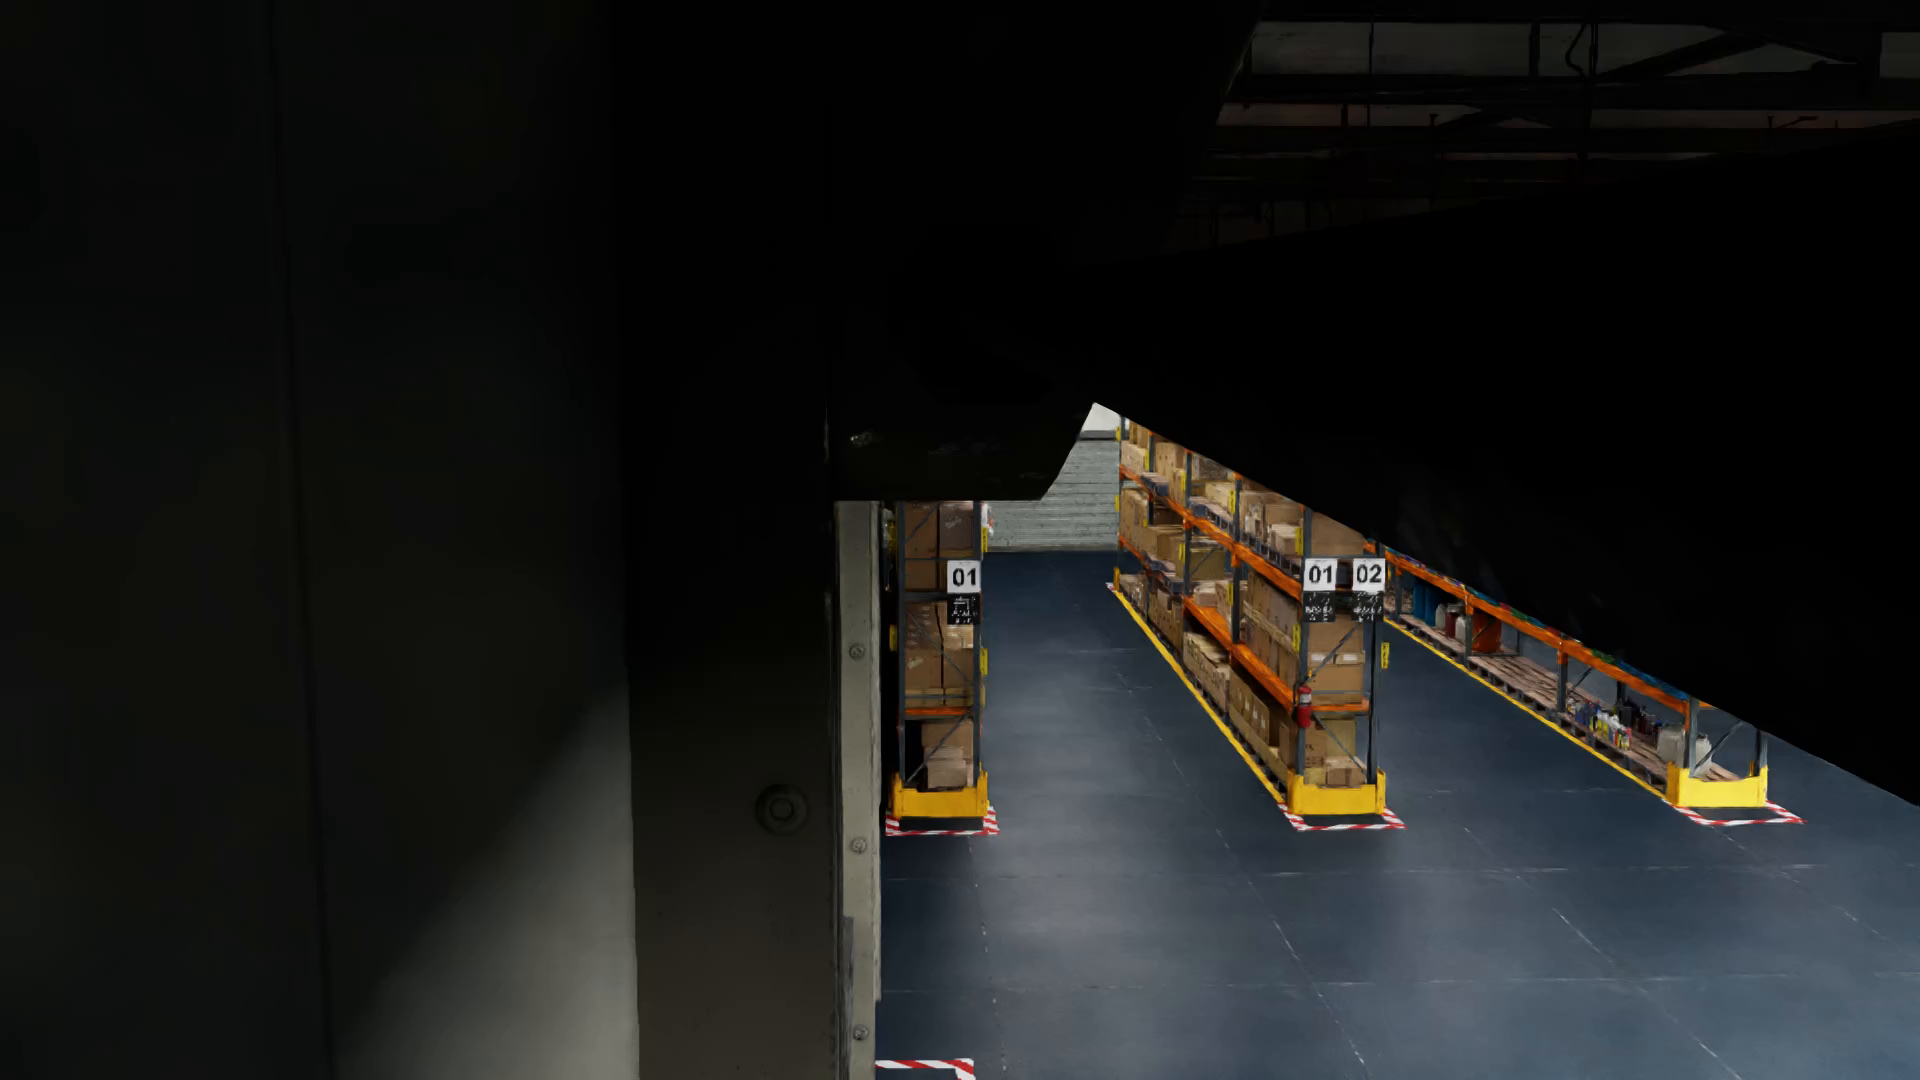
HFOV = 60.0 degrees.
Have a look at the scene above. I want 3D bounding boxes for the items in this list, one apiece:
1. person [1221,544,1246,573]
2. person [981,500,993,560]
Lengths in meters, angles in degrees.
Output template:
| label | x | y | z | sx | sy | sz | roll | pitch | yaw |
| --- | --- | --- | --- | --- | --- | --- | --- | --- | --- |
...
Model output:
| label | x | y | z | sx | sy | sz | roll | pitch | yaw |
| --- | --- | --- | --- | --- | --- | --- | --- | --- | --- |
| person | 6.210 | -0.079 | 38.398 | 0.566 | 1.762 | 0.733 | 6 | 10 | 35 |
| person | 0.506 | -0.283 | 39.996 | 0.565 | 1.736 | 1.045 | -1 | 8 | -3 |
